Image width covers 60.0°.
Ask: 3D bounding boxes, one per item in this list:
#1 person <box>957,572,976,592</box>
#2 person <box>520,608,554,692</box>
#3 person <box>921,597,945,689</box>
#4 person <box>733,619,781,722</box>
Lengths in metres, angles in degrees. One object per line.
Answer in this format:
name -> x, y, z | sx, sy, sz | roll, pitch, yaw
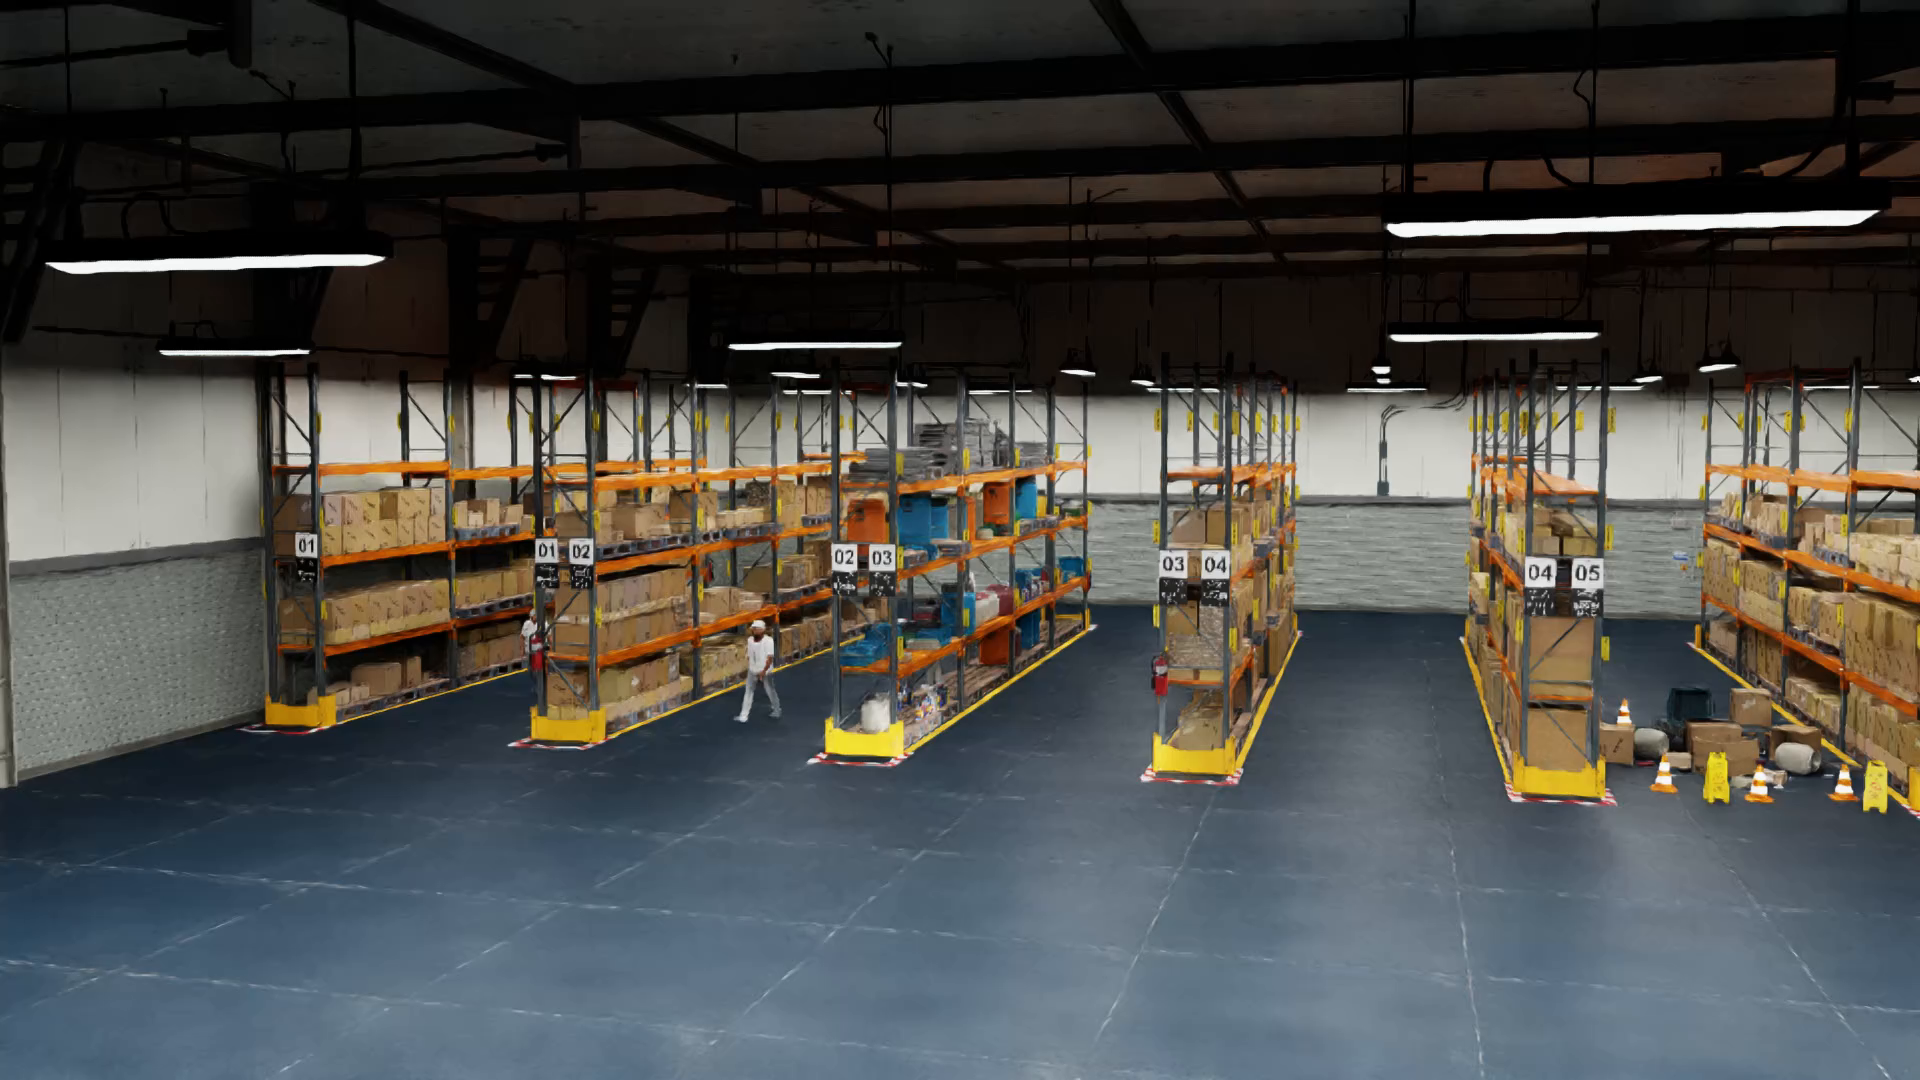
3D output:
person -> 0.131, 1.326, 40.728 | 0.495, 1.587, 1.086 | 1, 4, 17
person -> -7.788, 2.033, 30.712 | 0.605, 1.628, 0.702 | 0, 4, 7
person -> -0.496, 1.866, 29.897 | 0.483, 1.654, 0.527 | 1, 4, 7
person -> -3.363, 2.178, 27.892 | 0.571, 1.706, 1.042 | 2, 4, 24
